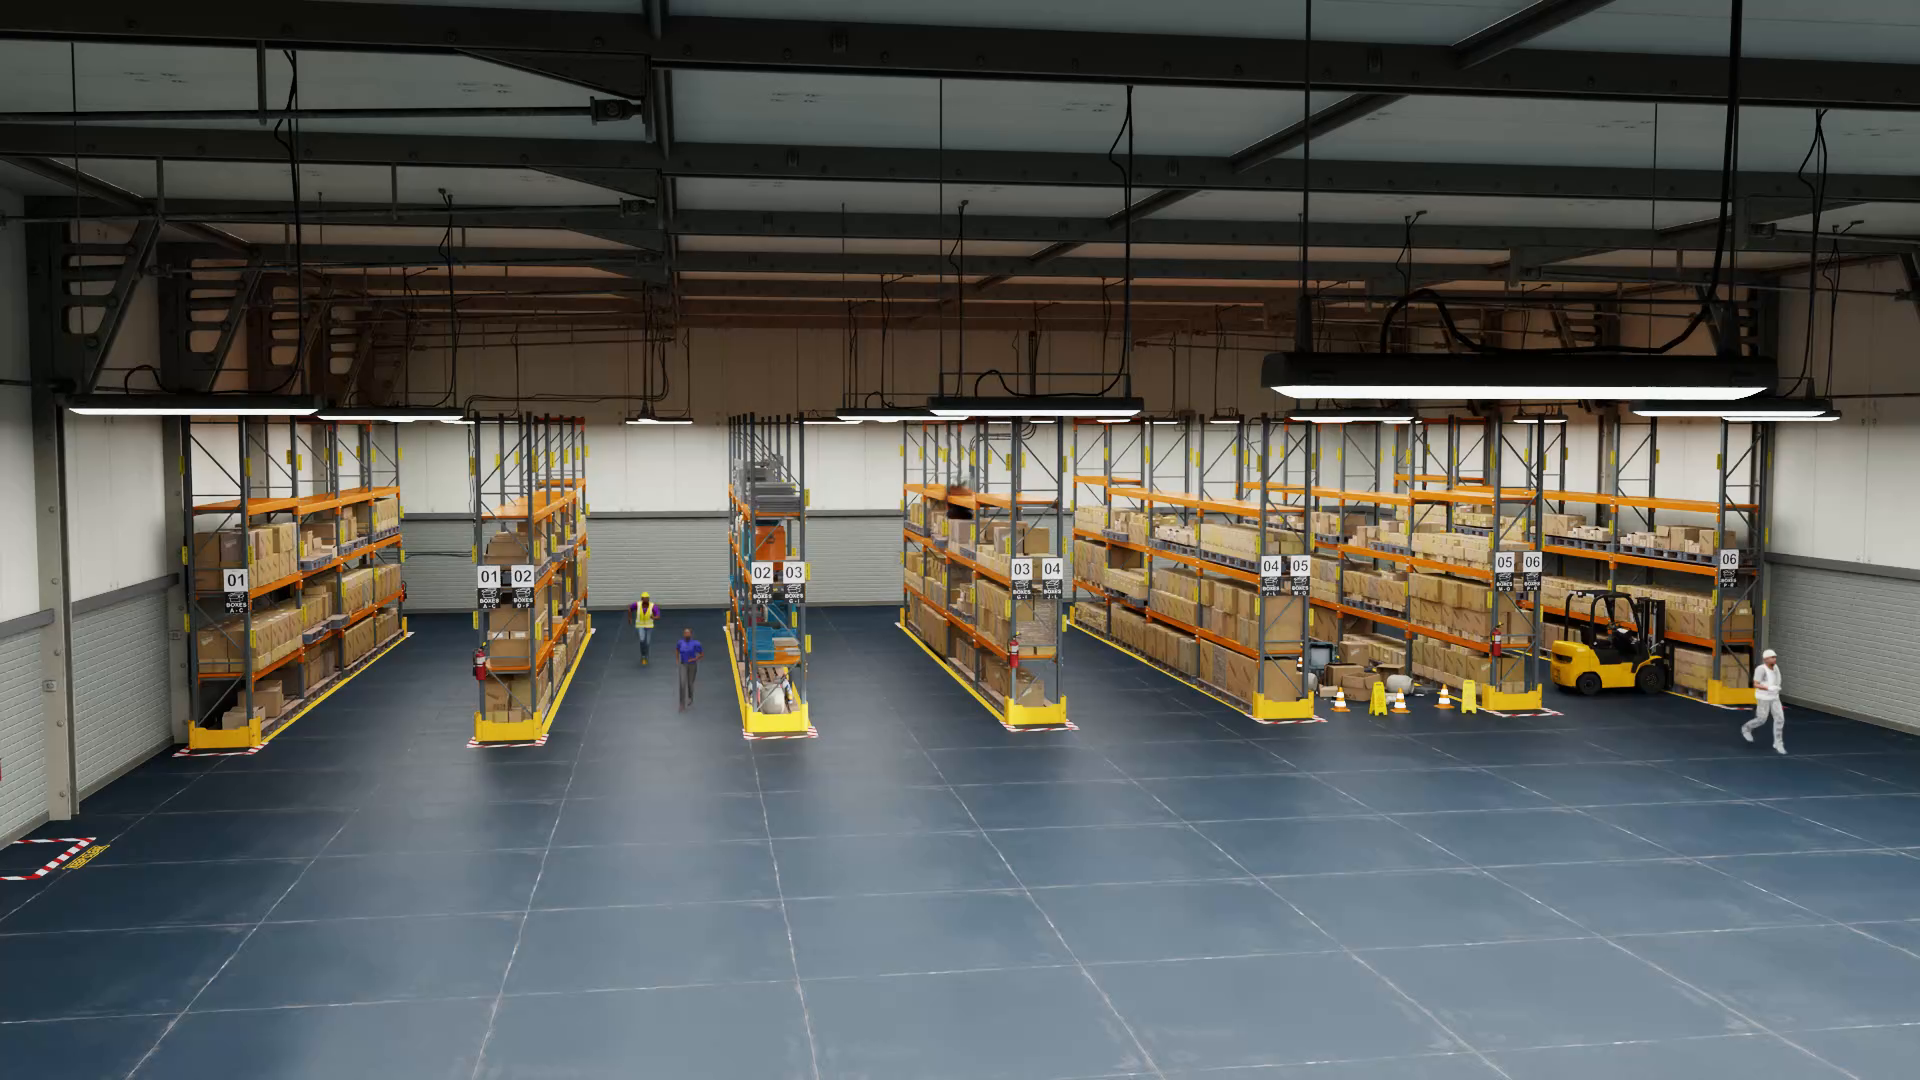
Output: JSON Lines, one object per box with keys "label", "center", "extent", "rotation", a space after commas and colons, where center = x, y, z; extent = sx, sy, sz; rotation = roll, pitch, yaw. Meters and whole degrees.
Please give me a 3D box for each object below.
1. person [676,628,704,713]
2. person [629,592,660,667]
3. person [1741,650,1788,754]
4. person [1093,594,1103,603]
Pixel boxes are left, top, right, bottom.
{"label": "person", "center": [-5.476, 2.614, 33.663], "extent": [0.588, 1.701, 0.797], "rotation": [0, 4, -3]}
{"label": "person", "center": [-7.586, 2.134, 39.990], "extent": [0.729, 1.789, 0.839], "rotation": [-1, 4, -14]}
{"label": "person", "center": [14.286, 2.844, 29.493], "extent": [0.715, 1.829, 0.948], "rotation": [-2, 4, -26]}
{"label": "person", "center": [4.222, 1.488, 49.695], "extent": [0.491, 1.729, 0.732], "rotation": [2, 4, 30]}
